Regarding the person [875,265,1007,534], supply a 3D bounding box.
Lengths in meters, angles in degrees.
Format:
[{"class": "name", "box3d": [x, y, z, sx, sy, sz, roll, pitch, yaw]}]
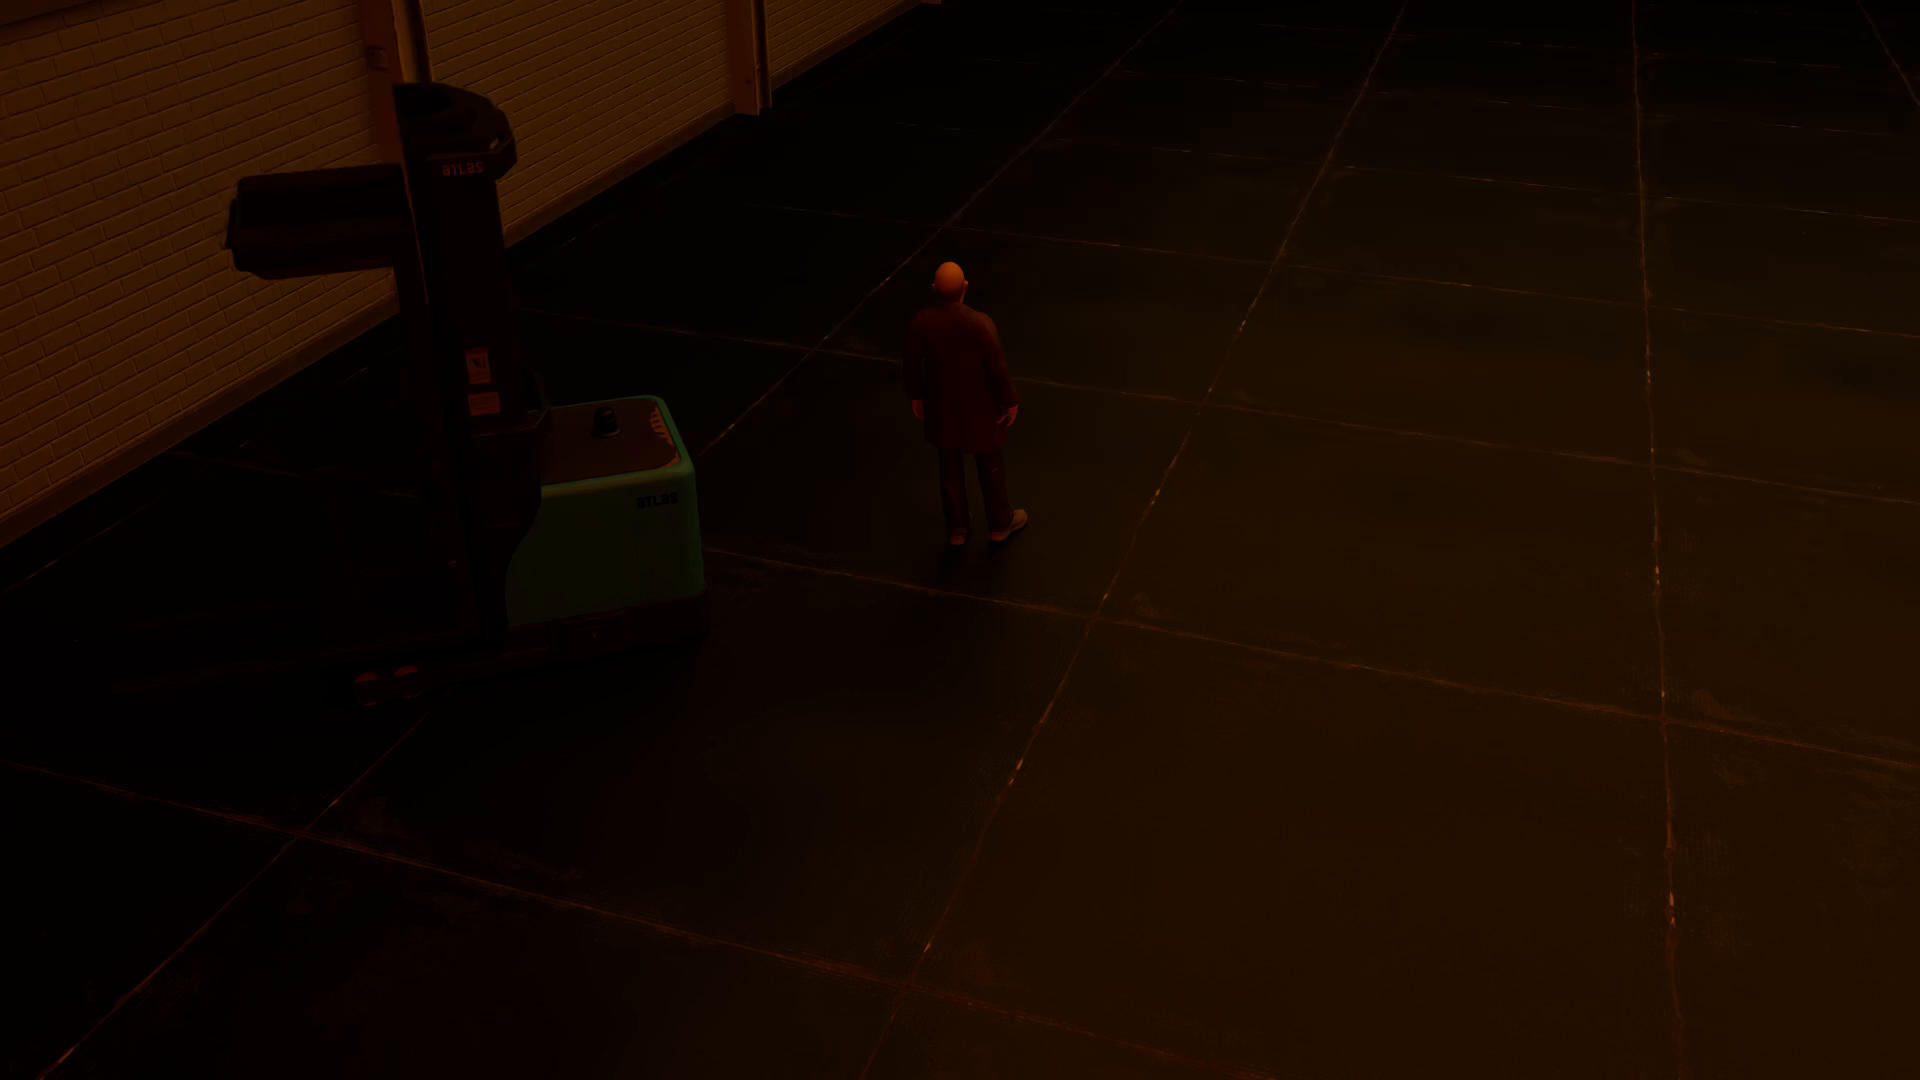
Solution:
[{"class": "person", "box3d": [-0.051, -0.902, 10.121, 0.835, 1.523, 1.064, 24, 38, 36]}]

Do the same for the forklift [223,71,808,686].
[{"class": "forklift", "box3d": [-2.425, -0.802, 8.543, 3.031, 2.935, 1.130, -10, 31, -16]}]
